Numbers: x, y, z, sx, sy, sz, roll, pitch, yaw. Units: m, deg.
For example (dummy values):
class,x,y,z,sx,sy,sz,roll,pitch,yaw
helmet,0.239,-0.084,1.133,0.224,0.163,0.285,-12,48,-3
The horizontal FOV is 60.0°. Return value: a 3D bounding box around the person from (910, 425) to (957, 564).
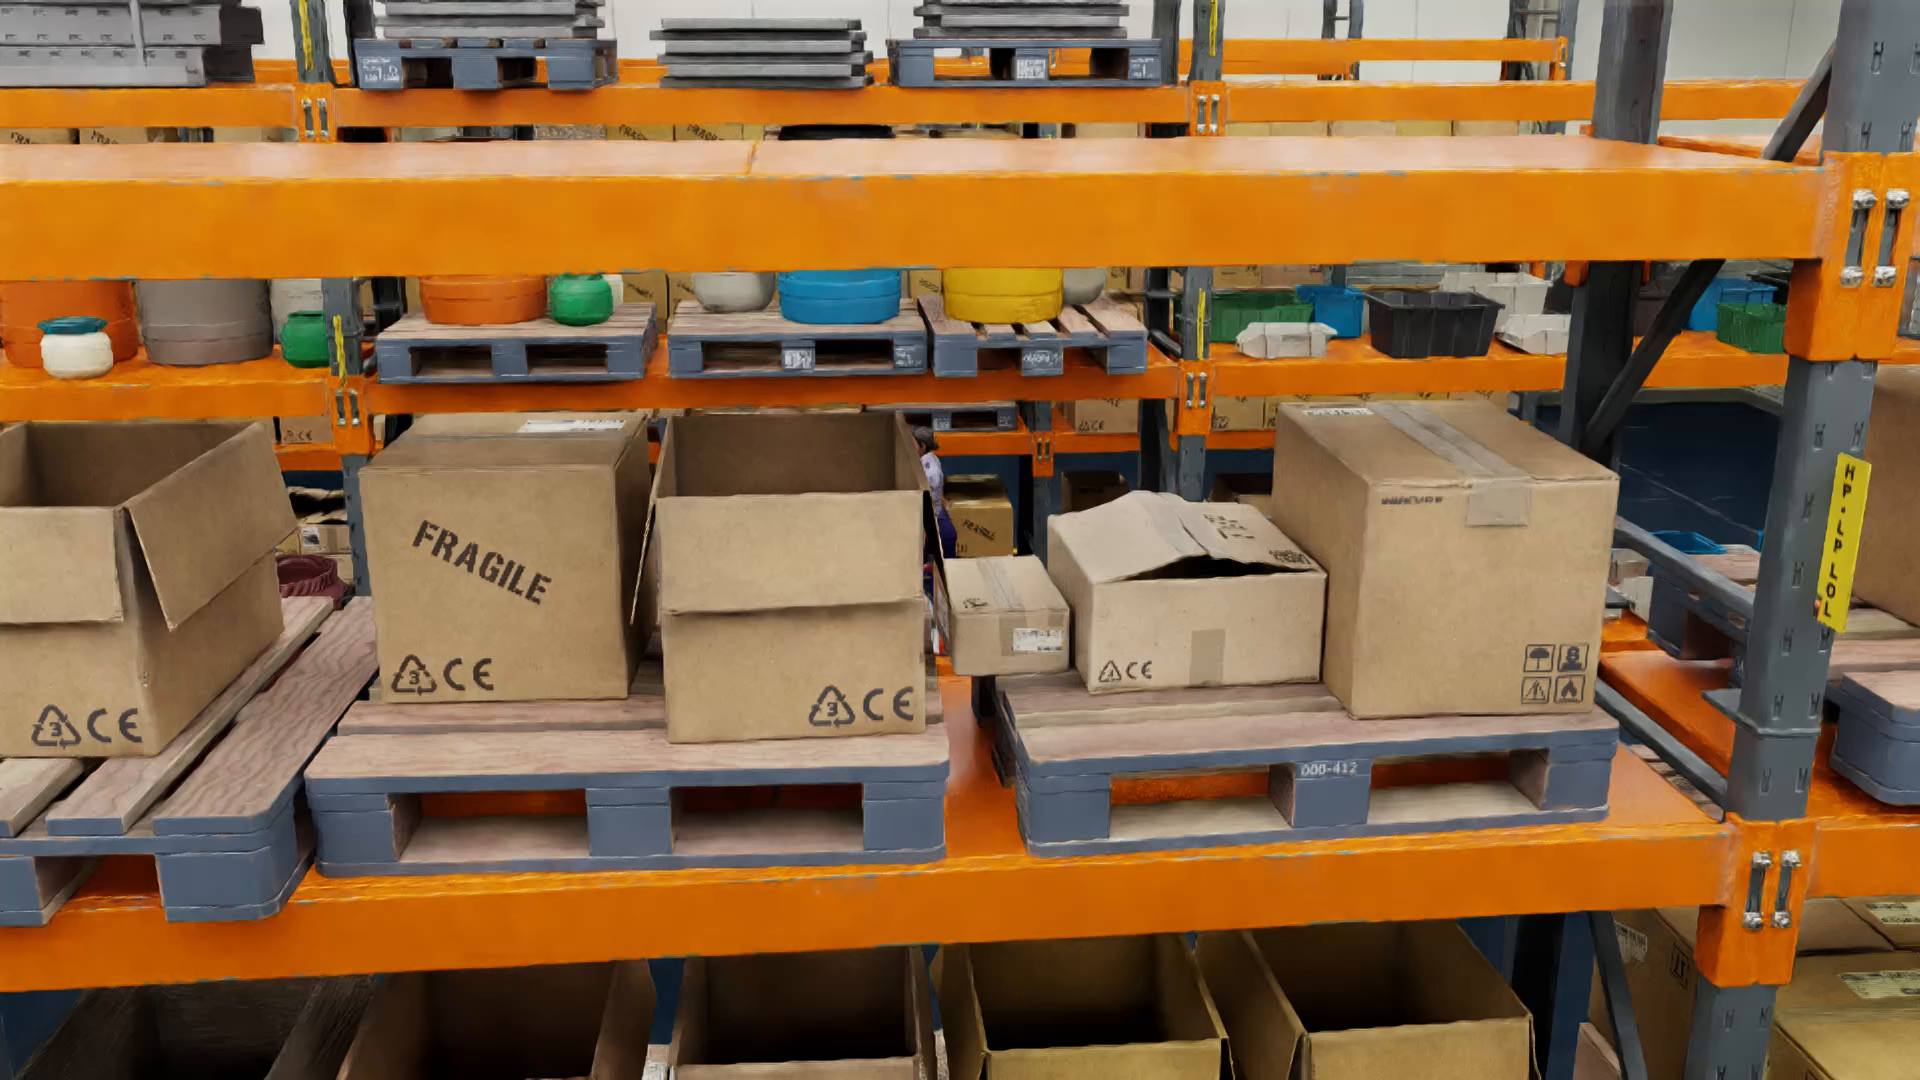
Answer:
class,x,y,z,sx,sy,sz,roll,pitch,yaw
person,-0.291,-0.040,12.174,0.740,1.627,0.506,-2,17,-8
